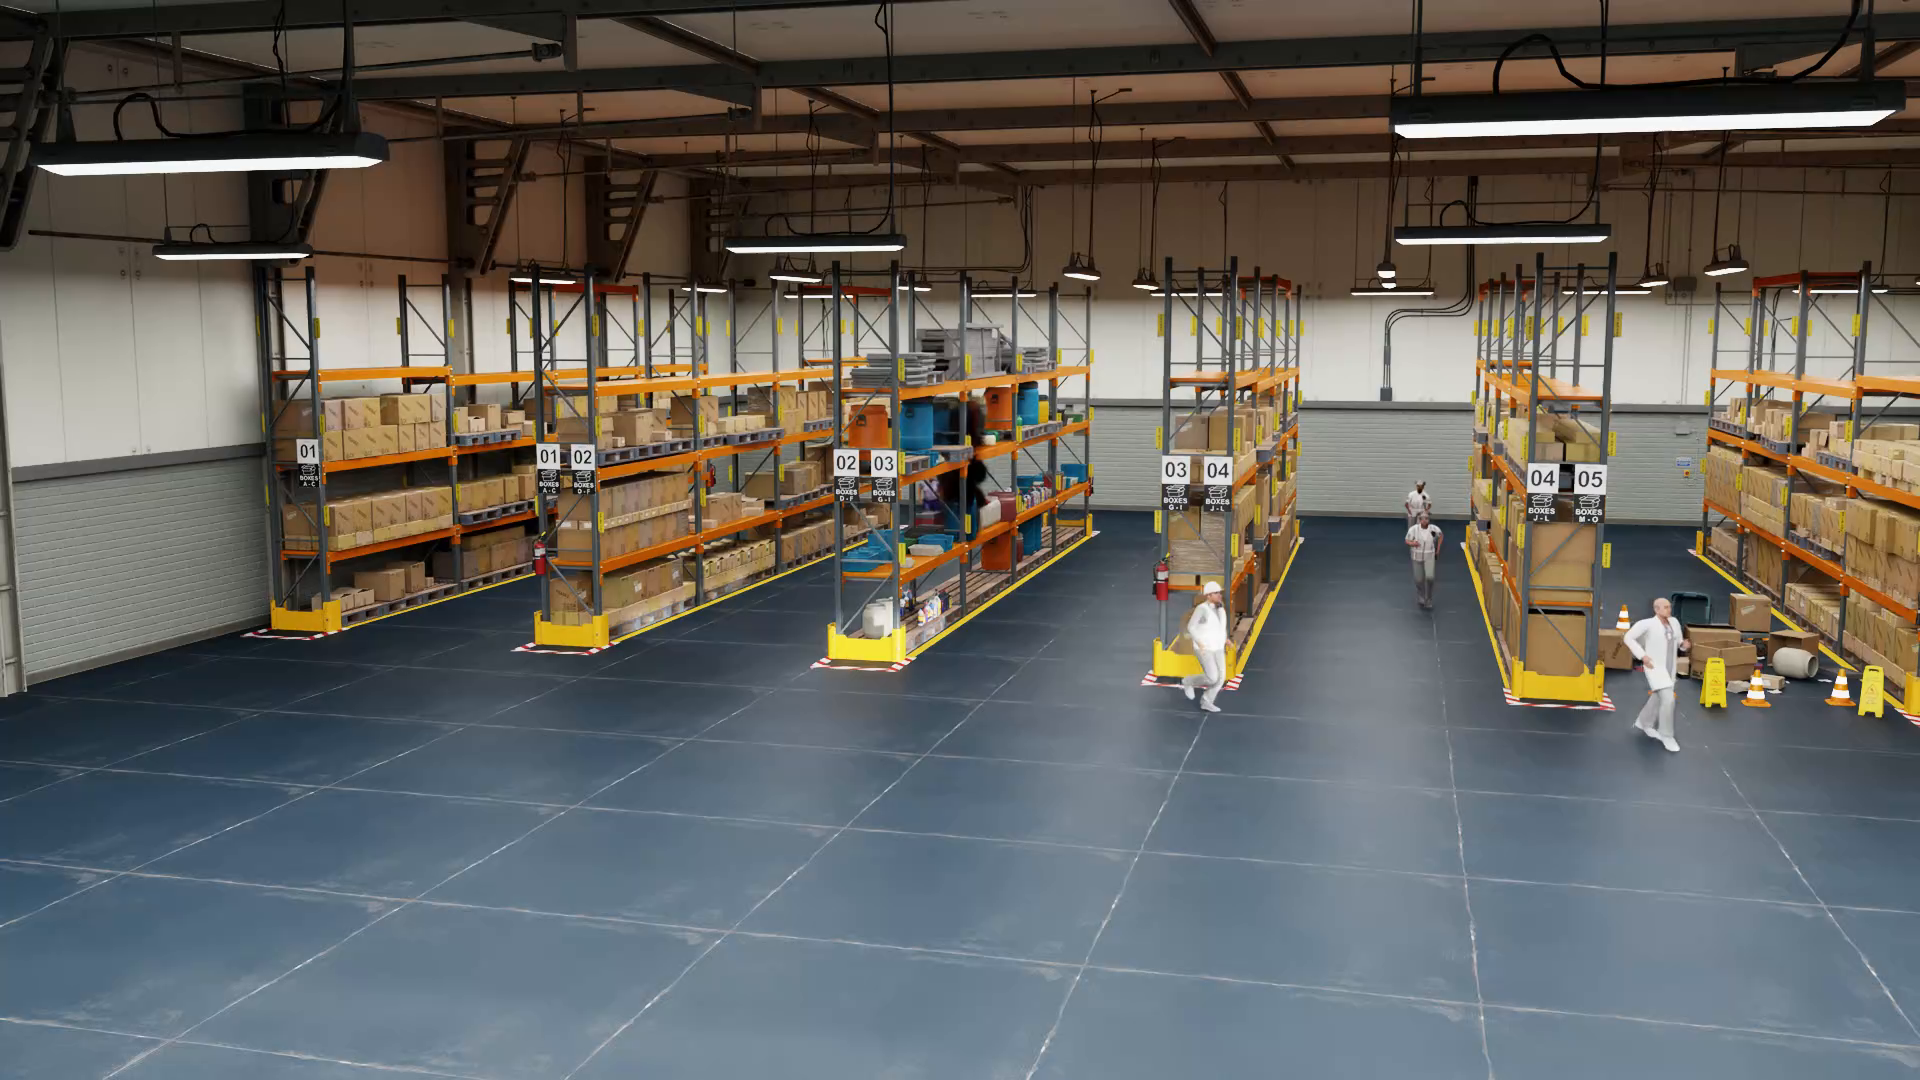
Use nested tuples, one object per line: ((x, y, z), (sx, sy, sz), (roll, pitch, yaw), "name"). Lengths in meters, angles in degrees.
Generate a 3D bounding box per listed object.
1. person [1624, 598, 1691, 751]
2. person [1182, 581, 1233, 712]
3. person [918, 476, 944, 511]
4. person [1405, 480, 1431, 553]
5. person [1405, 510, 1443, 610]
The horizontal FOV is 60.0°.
((8.394, 1.599, 20.026), (0.702, 1.842, 0.824), (-4, 8, -26), "person")
((3.271, 1.396, 21.841), (0.646, 1.725, 0.573), (-6, 9, -38), "person")
((-0.692, -0.810, 39.548), (0.621, 1.672, 0.826), (0, 7, 0), "person")
((10.294, -0.543, 37.384), (0.576, 1.663, 0.634), (2, 8, 18), "person")
((8.332, 0.353, 29.914), (0.641, 1.815, 0.790), (2, 8, 18), "person")
